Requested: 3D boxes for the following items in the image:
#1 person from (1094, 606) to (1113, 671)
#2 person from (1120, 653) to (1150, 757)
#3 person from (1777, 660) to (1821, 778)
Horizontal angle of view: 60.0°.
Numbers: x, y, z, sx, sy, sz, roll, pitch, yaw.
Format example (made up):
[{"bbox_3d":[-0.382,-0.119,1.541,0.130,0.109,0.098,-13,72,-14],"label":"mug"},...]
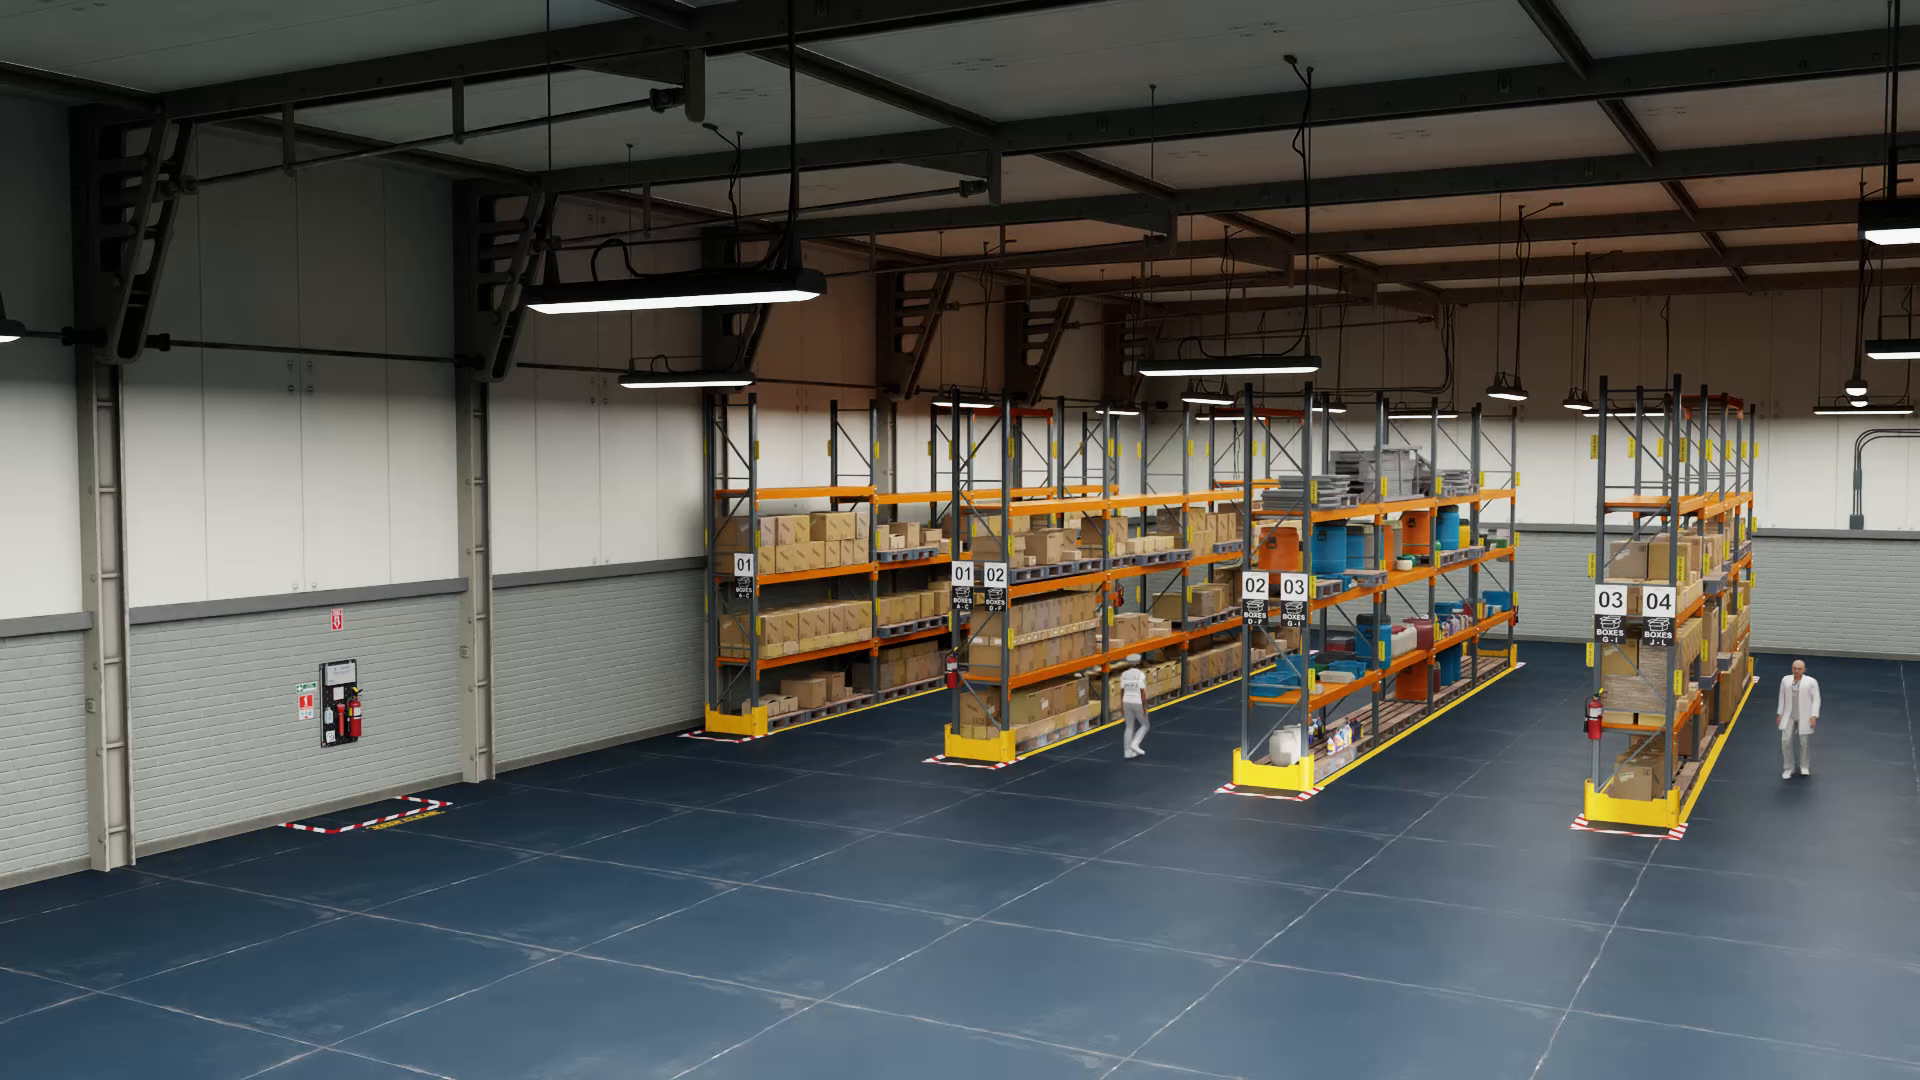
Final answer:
[{"bbox_3d":[3.062,2.251,35.271,0.608,1.701,0.750,1,3,18],"label":"person"},{"bbox_3d":[2.822,2.695,27.060,0.499,1.675,0.456,3,4,40],"label":"person"},{"bbox_3d":[12.858,2.752,25.520,0.651,1.827,0.658,3,4,44],"label":"person"}]
